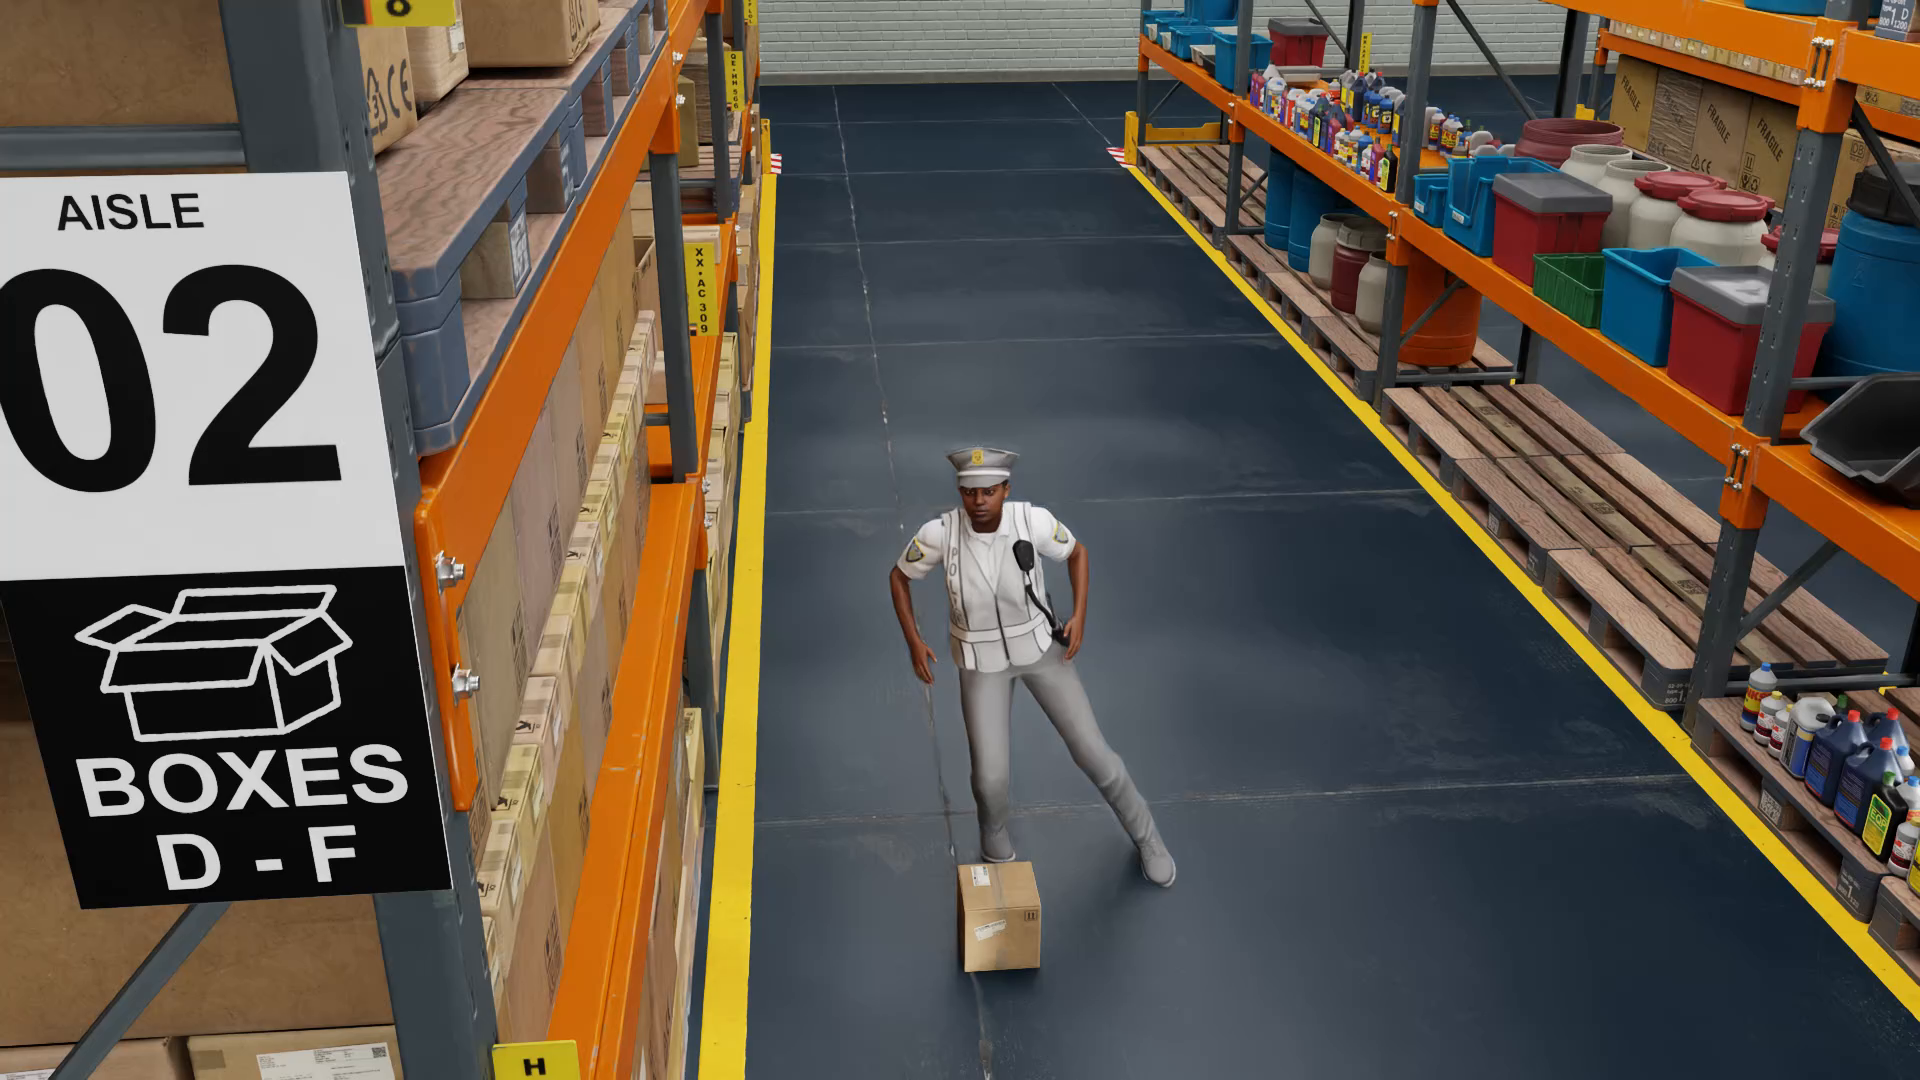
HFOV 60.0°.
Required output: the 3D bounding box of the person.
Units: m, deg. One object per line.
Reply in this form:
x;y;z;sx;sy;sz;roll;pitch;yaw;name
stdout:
0.264;0.422;5.756;0.986;1.606;0.529;-2;24;-5;person
